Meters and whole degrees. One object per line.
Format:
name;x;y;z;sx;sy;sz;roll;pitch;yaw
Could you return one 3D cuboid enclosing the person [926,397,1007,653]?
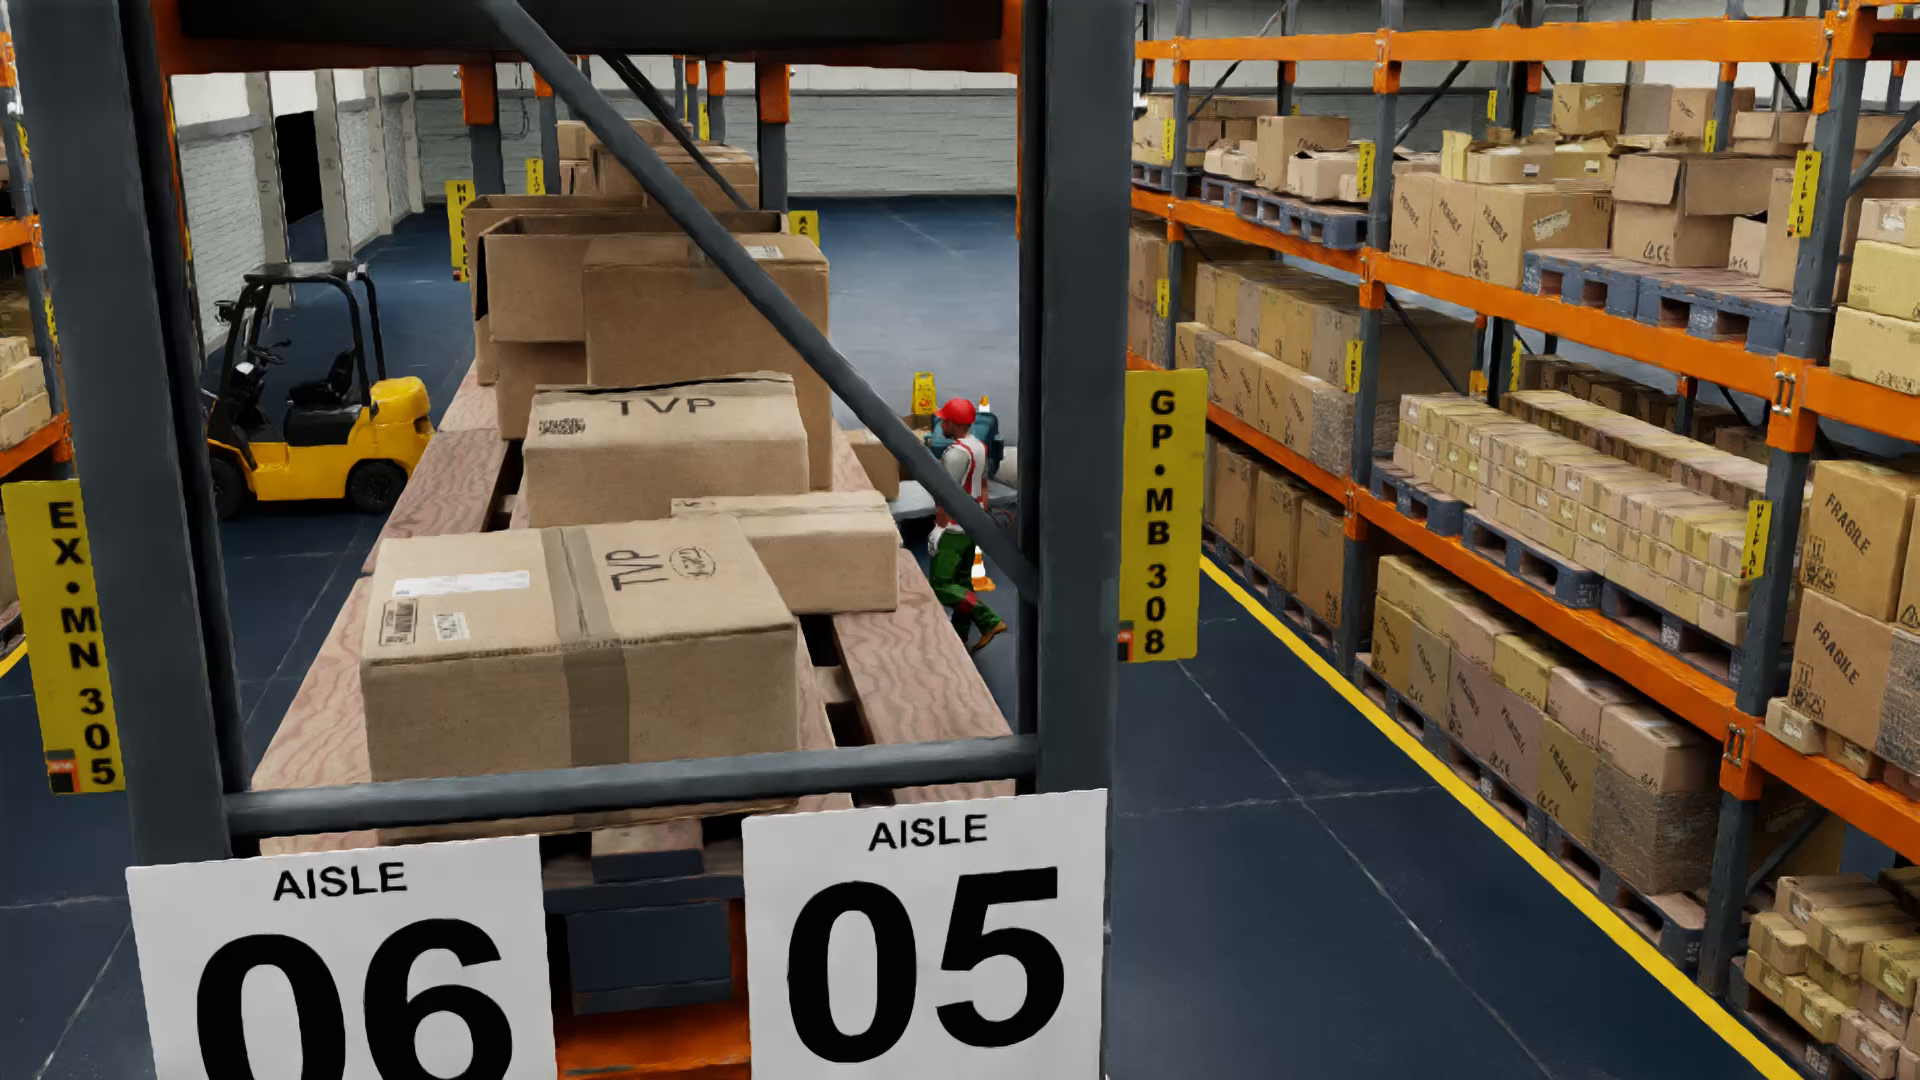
person;0.043;-0.089;11.245;0.656;1.783;0.649;5;17;16
